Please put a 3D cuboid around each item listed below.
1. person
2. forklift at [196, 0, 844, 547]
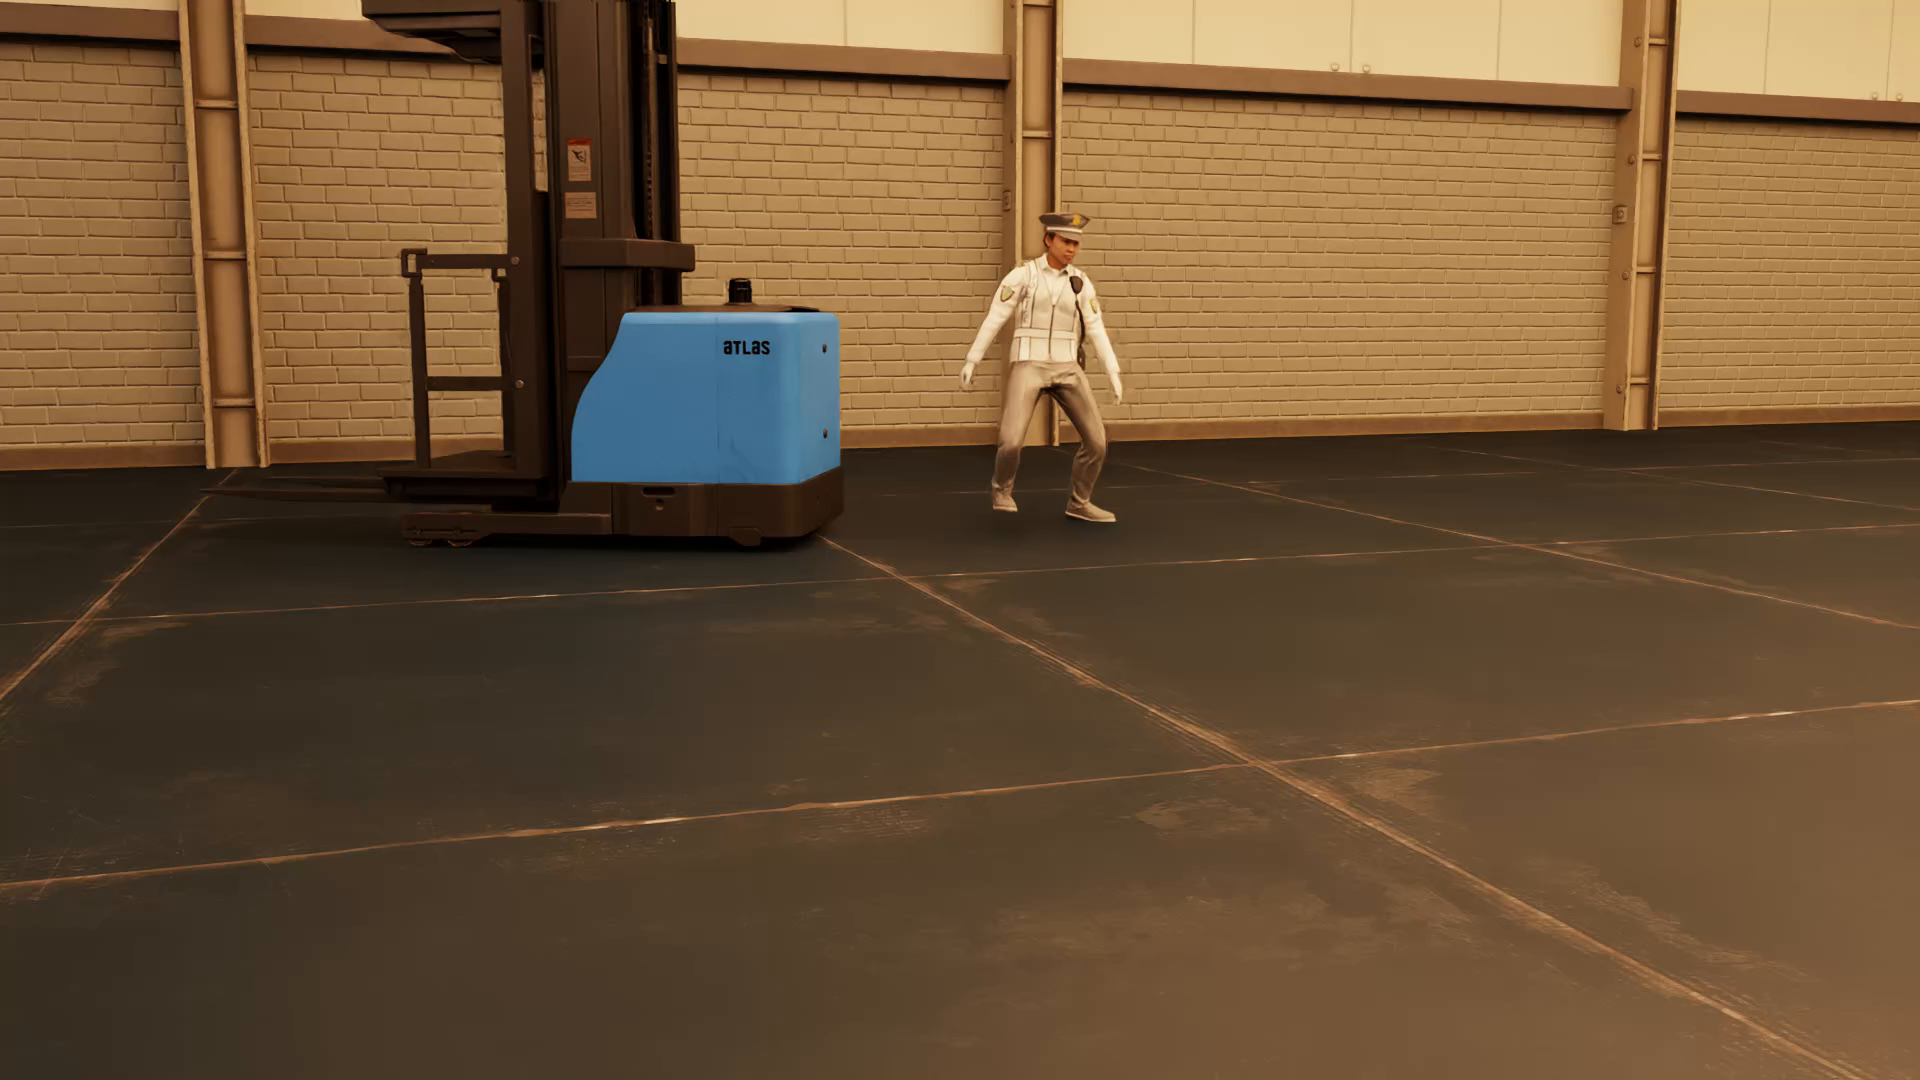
[{"bbox_3d":[0.416,-0.865,8.481,0.817,1.588,0.460,-1,8,-7],"label":"person"},{"bbox_3d":[-2.146,-1.487,7.983,3.031,2.935,1.130,1,8,8],"label":"forklift"}]
